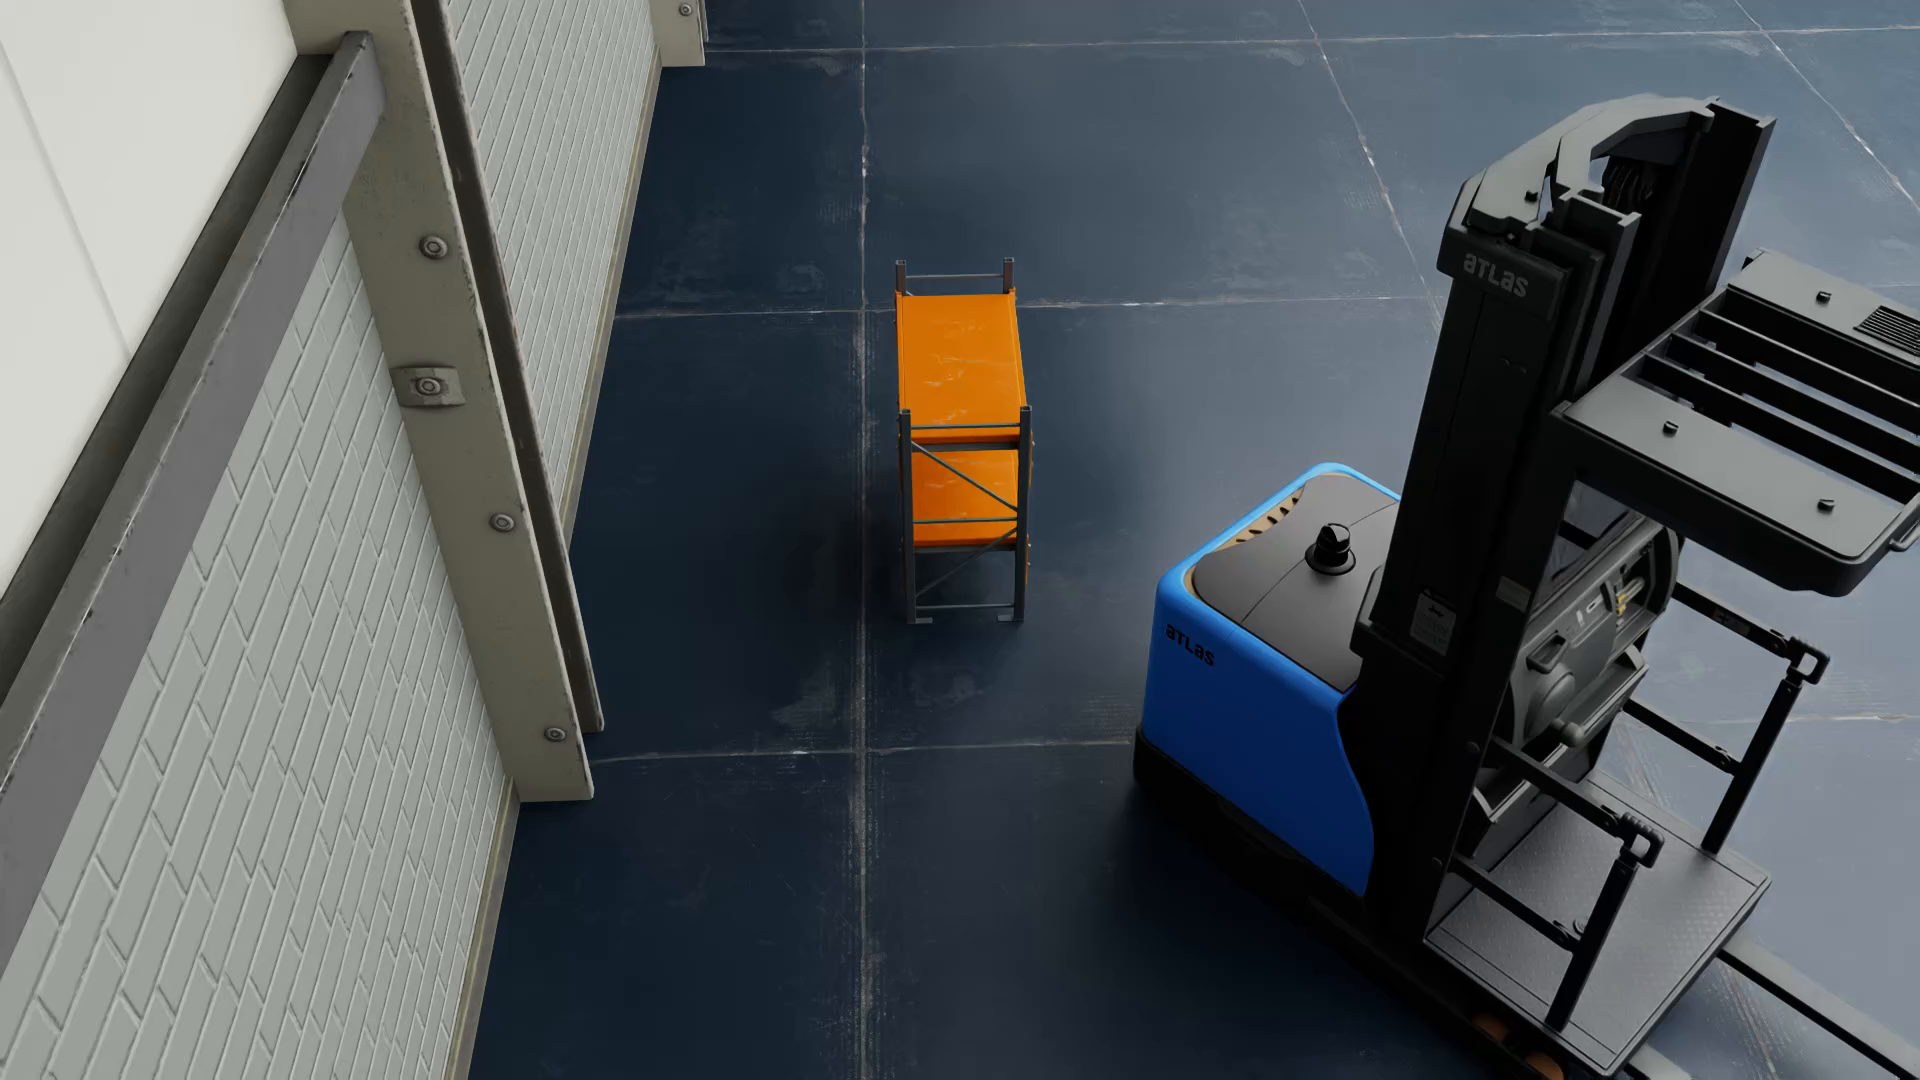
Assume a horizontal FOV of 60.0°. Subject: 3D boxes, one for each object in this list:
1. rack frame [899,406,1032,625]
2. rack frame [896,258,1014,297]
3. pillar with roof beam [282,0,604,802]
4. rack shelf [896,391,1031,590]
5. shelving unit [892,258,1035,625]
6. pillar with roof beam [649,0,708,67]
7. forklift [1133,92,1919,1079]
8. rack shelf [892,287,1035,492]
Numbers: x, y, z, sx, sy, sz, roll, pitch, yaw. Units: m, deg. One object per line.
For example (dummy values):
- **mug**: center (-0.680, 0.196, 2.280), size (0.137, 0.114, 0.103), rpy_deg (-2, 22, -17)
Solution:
- **rack frame**: center (0.021, -0.076, 6.650), size (0.500, 1.125, 0.032), rpy_deg (-2, 43, -2)
- **rack frame**: center (-0.022, -0.762, 7.399), size (0.500, 1.125, 0.032), rpy_deg (-2, 43, -2)
- **pillar with roof beam**: center (2.741, -2.584, 3.559), size (9.100, 9.000, 0.400), rpy_deg (-2, 43, -2)
- **rack shelf**: center (0.000, -0.239, 7.190), size (0.538, 0.278, 1.000), rpy_deg (-2, 43, -2)
- **shelving unit**: center (0.000, -0.419, 7.025), size (0.538, 1.125, 1.048), rpy_deg (-2, 43, -2)
- **pillar with roof beam**: center (2.486, -6.634, 7.978), size (9.100, 9.000, 0.400), rpy_deg (-2, 43, -2)
- **forklift**: center (2.039, 0.343, 4.857), size (1.130, 2.935, 3.031), rpy_deg (-33, 52, -31)
- **rack shelf**: center (0.000, -0.635, 6.827), size (0.538, 0.278, 1.000), rpy_deg (-2, 43, -2)
